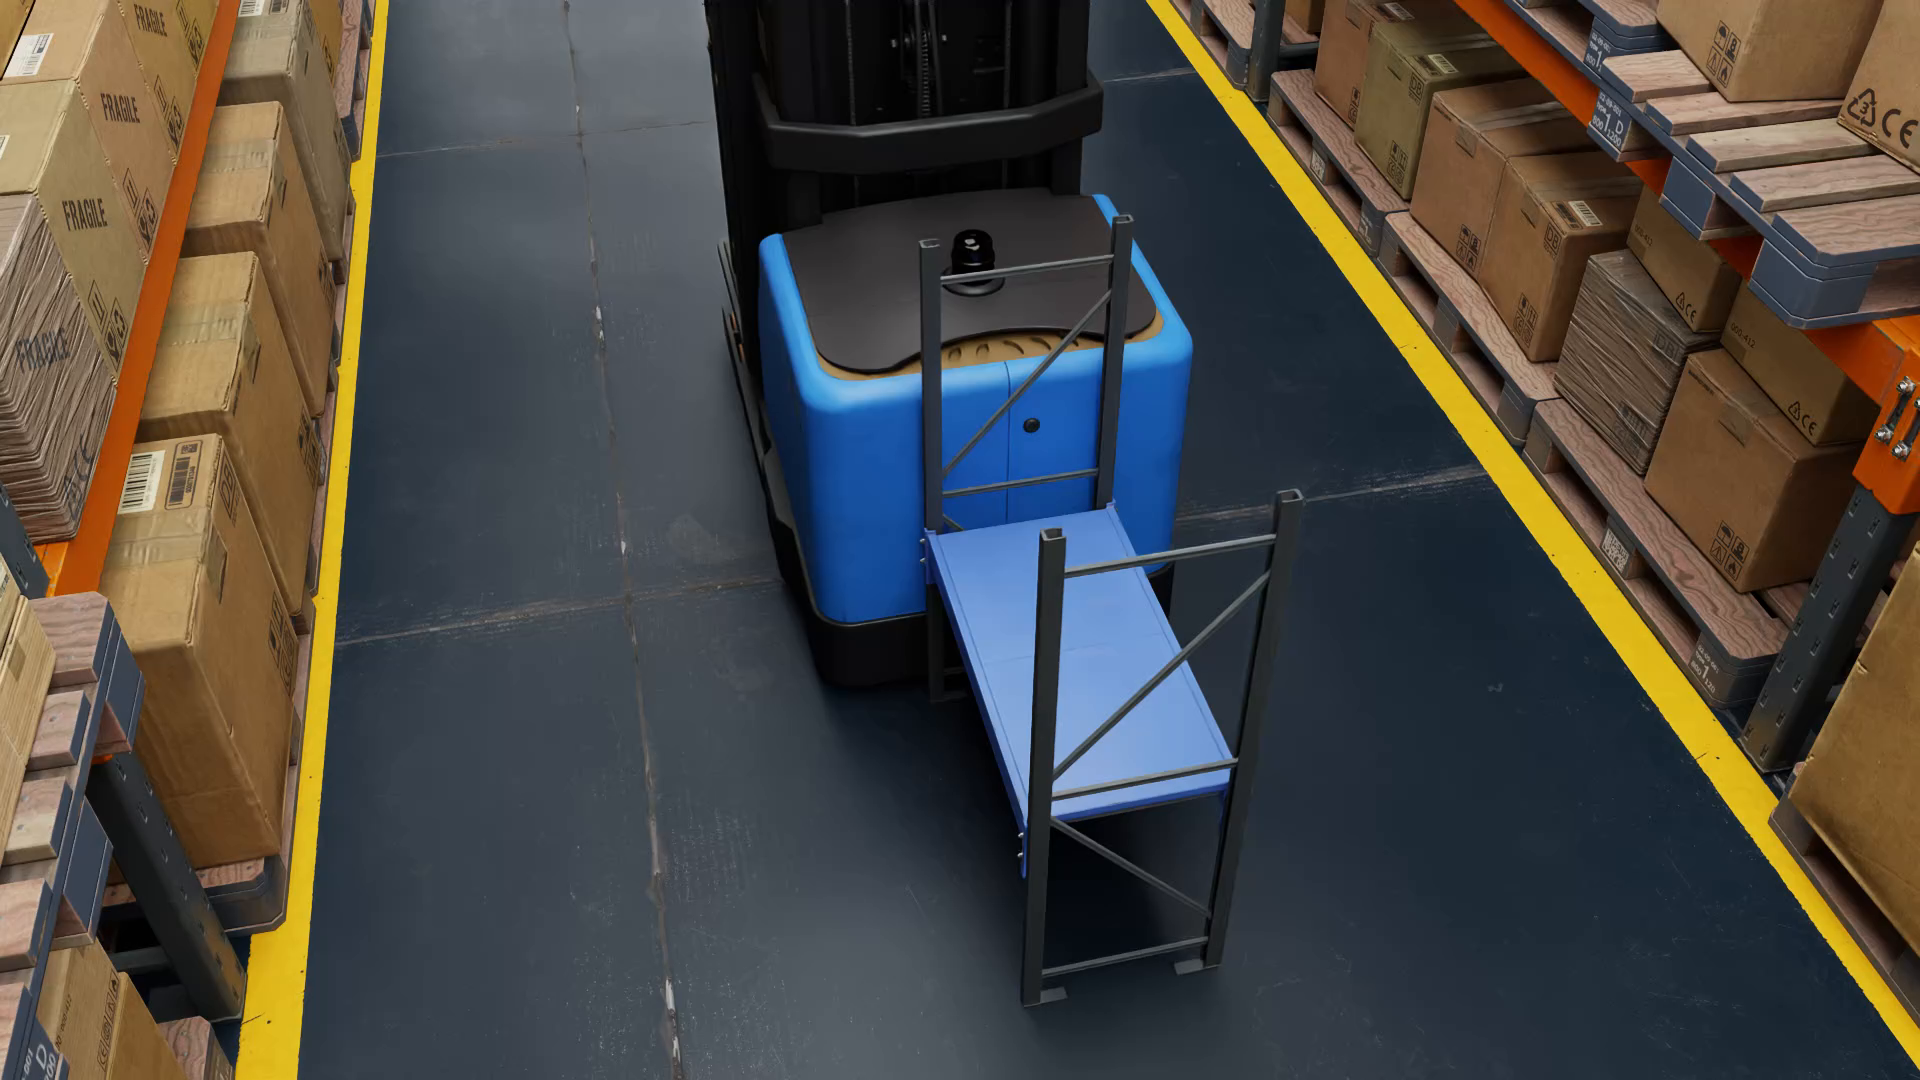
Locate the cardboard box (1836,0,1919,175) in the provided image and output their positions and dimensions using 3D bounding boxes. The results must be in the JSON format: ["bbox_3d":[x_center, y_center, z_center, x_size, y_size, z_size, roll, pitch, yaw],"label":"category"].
[{"bbox_3d":[2.500,-1.130,3.872,0.500,0.500,0.500,-13,43,-15],"label":"cardboard box"}]

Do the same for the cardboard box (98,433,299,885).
[{"bbox_3d":[-2.253,0.331,3.996,1.050,0.750,0.750,-9,42,-10],"label":"cardboard box"}]

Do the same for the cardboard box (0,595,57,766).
[{"bbox_3d":[-1.654,0.245,2.588,0.380,0.149,0.250,-8,42,-9],"label":"cardboard box"}]

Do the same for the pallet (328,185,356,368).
[{"bbox_3d":[-2.832,-1.007,6.225,1.003,0.211,1.213,-8,42,-9],"label":"pallet"}]

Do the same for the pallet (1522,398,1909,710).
[{"bbox_3d":[2.489,-0.055,5.153,1.003,0.211,1.213,-8,42,-9],"label":"pallet"}]

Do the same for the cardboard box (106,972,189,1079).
[{"bbox_3d":[-1.812,1.221,3.182,0.500,0.500,0.500,-9,42,-9],"label":"cardboard box"}]

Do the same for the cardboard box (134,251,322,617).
[{"bbox_3d":[-2.445,-0.235,4.634,1.050,0.750,0.750,-8,42,-9],"label":"cardboard box"}]

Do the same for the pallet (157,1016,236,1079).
[{"bbox_3d":[-2.042,1.604,3.284,1.003,0.211,1.213,-8,42,-9],"label":"pallet"}]

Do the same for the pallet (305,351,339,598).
[{"bbox_3d":[-2.566,-0.214,5.332,1.003,0.211,1.213,-8,42,-9],"label":"pallet"}]

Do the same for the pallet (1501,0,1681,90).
[{"bbox_3d":[2.188,-1.797,5.159,1.003,0.211,1.213,-8,42,-9],"label":"pallet"}]

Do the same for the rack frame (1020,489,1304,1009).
[{"bbox_3d":[0.391,0.513,3.542,0.500,1.500,0.032,-9,42,-10],"label":"rack frame"}]

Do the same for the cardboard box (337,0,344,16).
[{"bbox_3d":[-3.338,-2.903,7.545,0.875,0.875,0.875,-8,42,-9],"label":"cardboard box"}]

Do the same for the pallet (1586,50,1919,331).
[{"bbox_3d":[2.398,-0.966,4.223,1.213,0.211,1.003,-8,42,-9],"label":"pallet"}]

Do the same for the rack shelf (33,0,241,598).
[{"bbox_3d":[-2.641,-0.973,4.629,1.077,0.370,4.000,-8,42,-9],"label":"rack shelf"}]

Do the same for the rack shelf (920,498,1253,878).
[{"bbox_3d":[0.272,0.320,4.031,0.538,0.185,1.000,-9,42,-10],"label":"rack shelf"}]

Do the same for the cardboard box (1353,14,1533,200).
[{"bbox_3d":[1.988,-1.701,6.458,0.700,0.500,0.500,-9,42,-10],"label":"cardboard box"}]

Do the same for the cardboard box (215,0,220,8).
[{"bbox_3d":[-2.590,-1.949,5.110,0.500,0.500,0.500,-9,42,-10],"label":"cardboard box"}]

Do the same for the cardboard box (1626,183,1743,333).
[{"bbox_3d":[2.357,-0.874,4.961,0.500,0.250,0.500,-4,42,-4],"label":"cardboard box"}]

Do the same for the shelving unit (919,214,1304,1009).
[{"bbox_3d":[0.272,0.185,3.912,0.538,1.500,1.048,-9,42,-10],"label":"shelving unit"}]

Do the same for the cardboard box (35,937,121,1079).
[{"bbox_3d":[-1.806,0.957,2.914,0.500,0.250,0.500,-9,42,-10],"label":"cardboard box"}]

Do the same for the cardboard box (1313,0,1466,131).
[{"bbox_3d":[1.904,-2.013,6.809,0.700,0.500,0.500,-11,43,-13],"label":"cardboard box"}]

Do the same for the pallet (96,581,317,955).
[{"bbox_3d":[-2.306,0.575,4.443,1.003,0.211,1.213,-8,42,-9],"label":"pallet"}]

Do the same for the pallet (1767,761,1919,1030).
[{"bbox_3d":[2.752,0.974,3.994,1.003,0.211,1.213,-8,42,-9],"label":"pallet"}]

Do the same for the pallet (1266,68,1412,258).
[{"bbox_3d":[1.962,-1.637,6.935,1.003,0.211,1.213,-8,42,-9],"label":"pallet"}]

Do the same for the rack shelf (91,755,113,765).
[{"bbox_3d":[-1.777,1.619,1.708,1.077,0.370,4.000,-8,42,-9],"label":"rack shelf"}]

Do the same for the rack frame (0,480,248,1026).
[{"bbox_3d":[-2.209,0.054,2.930,1.000,3.000,0.127,-8,42,-9],"label":"rack frame"}]

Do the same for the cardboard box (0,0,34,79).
[{"bbox_3d":[-2.520,-1.310,3.637,0.700,0.500,0.500,-9,42,-10],"label":"cardboard box"}]

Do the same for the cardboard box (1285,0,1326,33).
[{"bbox_3d":[1.745,-2.671,7.566,0.500,0.500,0.500,-10,42,-11],"label":"cardboard box"}]

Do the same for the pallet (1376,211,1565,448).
[{"bbox_3d":[2.229,-0.844,6.042,1.003,0.211,1.213,-8,42,-9],"label":"pallet"}]

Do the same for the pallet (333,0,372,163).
[{"bbox_3d":[-3.160,-2.000,7.344,1.003,0.211,1.213,-8,42,-9],"label":"pallet"}]

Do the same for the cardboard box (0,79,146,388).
[{"bbox_3d":[-2.155,-0.642,3.639,0.500,0.500,0.500,-9,42,-10],"label":"cardboard box"}]

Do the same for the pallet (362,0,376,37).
[{"bbox_3d":[-3.427,-2.792,8.237,1.003,0.211,1.213,-8,42,-9],"label":"pallet"}]

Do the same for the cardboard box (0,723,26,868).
[{"bbox_3d":[-1.602,0.406,2.406,0.380,0.149,0.250,-8,42,-9],"label":"cardboard box"}]

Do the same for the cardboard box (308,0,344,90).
[{"bbox_3d":[-3.140,-2.319,6.887,0.875,0.875,0.875,-8,42,-9],"label":"cardboard box"}]

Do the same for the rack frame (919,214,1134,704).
[{"bbox_3d":[0.154,-0.143,4.281,0.500,1.500,0.032,-9,42,-10],"label":"rack frame"}]

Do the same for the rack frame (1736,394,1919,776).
[{"bbox_3d":[2.656,-0.591,3.656,1.000,3.000,0.127,-8,42,-9],"label":"rack frame"}]

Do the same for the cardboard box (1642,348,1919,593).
[{"bbox_3d":[2.492,-0.252,4.826,0.700,0.500,0.500,-10,43,-12],"label":"cardboard box"}]

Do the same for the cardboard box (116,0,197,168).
[{"bbox_3d":[-2.369,-1.292,4.371,0.500,0.500,0.500,-9,42,-10],"label":"cardboard box"}]

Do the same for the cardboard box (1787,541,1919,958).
[{"bbox_3d":[2.784,0.497,3.715,1.225,0.875,0.875,-10,43,-11],"label":"cardboard box"}]

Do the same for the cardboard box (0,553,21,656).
[{"bbox_3d":[-1.658,0.135,2.488,0.380,0.149,0.250,-8,42,-8],"label":"cardboard box"}]

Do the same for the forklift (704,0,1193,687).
[{"bbox_3d":[-0.226,-1.673,4.926,1.130,2.935,3.031,-9,42,-10],"label":"forklift"}]

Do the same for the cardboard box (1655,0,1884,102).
[{"bbox_3d":[2.282,-1.477,4.263,0.700,0.500,0.500,-3,42,-3],"label":"cardboard box"}]

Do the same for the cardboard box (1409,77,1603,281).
[{"bbox_3d":[2.110,-1.338,6.049,0.700,0.500,0.500,-12,43,-13],"label":"cardboard box"}]

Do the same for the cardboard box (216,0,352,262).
[{"bbox_3d":[-2.851,-1.465,6.019,1.050,0.750,0.750,-9,42,-10],"label":"cardboard box"}]

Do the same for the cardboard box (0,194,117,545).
[{"bbox_3d":[-2.042,-0.313,3.268,0.500,0.500,0.500,-8,42,-9],"label":"cardboard box"}]

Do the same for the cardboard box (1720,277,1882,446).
[{"bbox_3d":[2.482,-0.531,4.576,0.500,0.250,0.500,-7,42,-8],"label":"cardboard box"}]

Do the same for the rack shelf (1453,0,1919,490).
[{"bbox_3d":[2.224,-1.619,5.356,1.077,0.370,4.000,-8,42,-9],"label":"rack shelf"}]

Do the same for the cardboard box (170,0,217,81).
[{"bbox_3d":[-2.481,-1.621,4.741,0.500,0.500,0.500,-8,42,-9],"label":"cardboard box"}]

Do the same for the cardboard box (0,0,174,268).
[{"bbox_3d":[-2.263,-0.969,4.007,0.500,0.500,0.500,-8,42,-9],"label":"cardboard box"}]

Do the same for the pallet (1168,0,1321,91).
[{"bbox_3d":[1.613,-2.571,7.988,1.003,0.211,1.213,-8,42,-9],"label":"pallet"}]

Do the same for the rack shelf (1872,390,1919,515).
[{"bbox_3d":[3.087,0.974,2.435,1.077,0.370,4.000,-8,42,-9],"label":"rack shelf"}]

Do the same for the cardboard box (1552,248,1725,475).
[{"bbox_3d":[2.359,-0.610,5.229,0.700,0.500,0.500,-12,43,-13],"label":"cardboard box"}]

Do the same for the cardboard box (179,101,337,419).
[{"bbox_3d":[-2.646,-0.839,5.314,1.050,0.750,0.750,-8,42,-9],"label":"cardboard box"}]

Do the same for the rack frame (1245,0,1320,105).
[{"bbox_3d":[1.792,-3.184,6.577,1.000,3.000,0.127,-8,42,-9],"label":"rack frame"}]

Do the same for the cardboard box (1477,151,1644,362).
[{"bbox_3d":[2.230,-0.977,5.642,0.700,0.500,0.500,-5,42,-6],"label":"cardboard box"}]

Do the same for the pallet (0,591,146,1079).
[{"bbox_3d":[-1.951,0.572,2.490,1.213,0.211,1.003,-8,42,-9],"label":"pallet"}]
